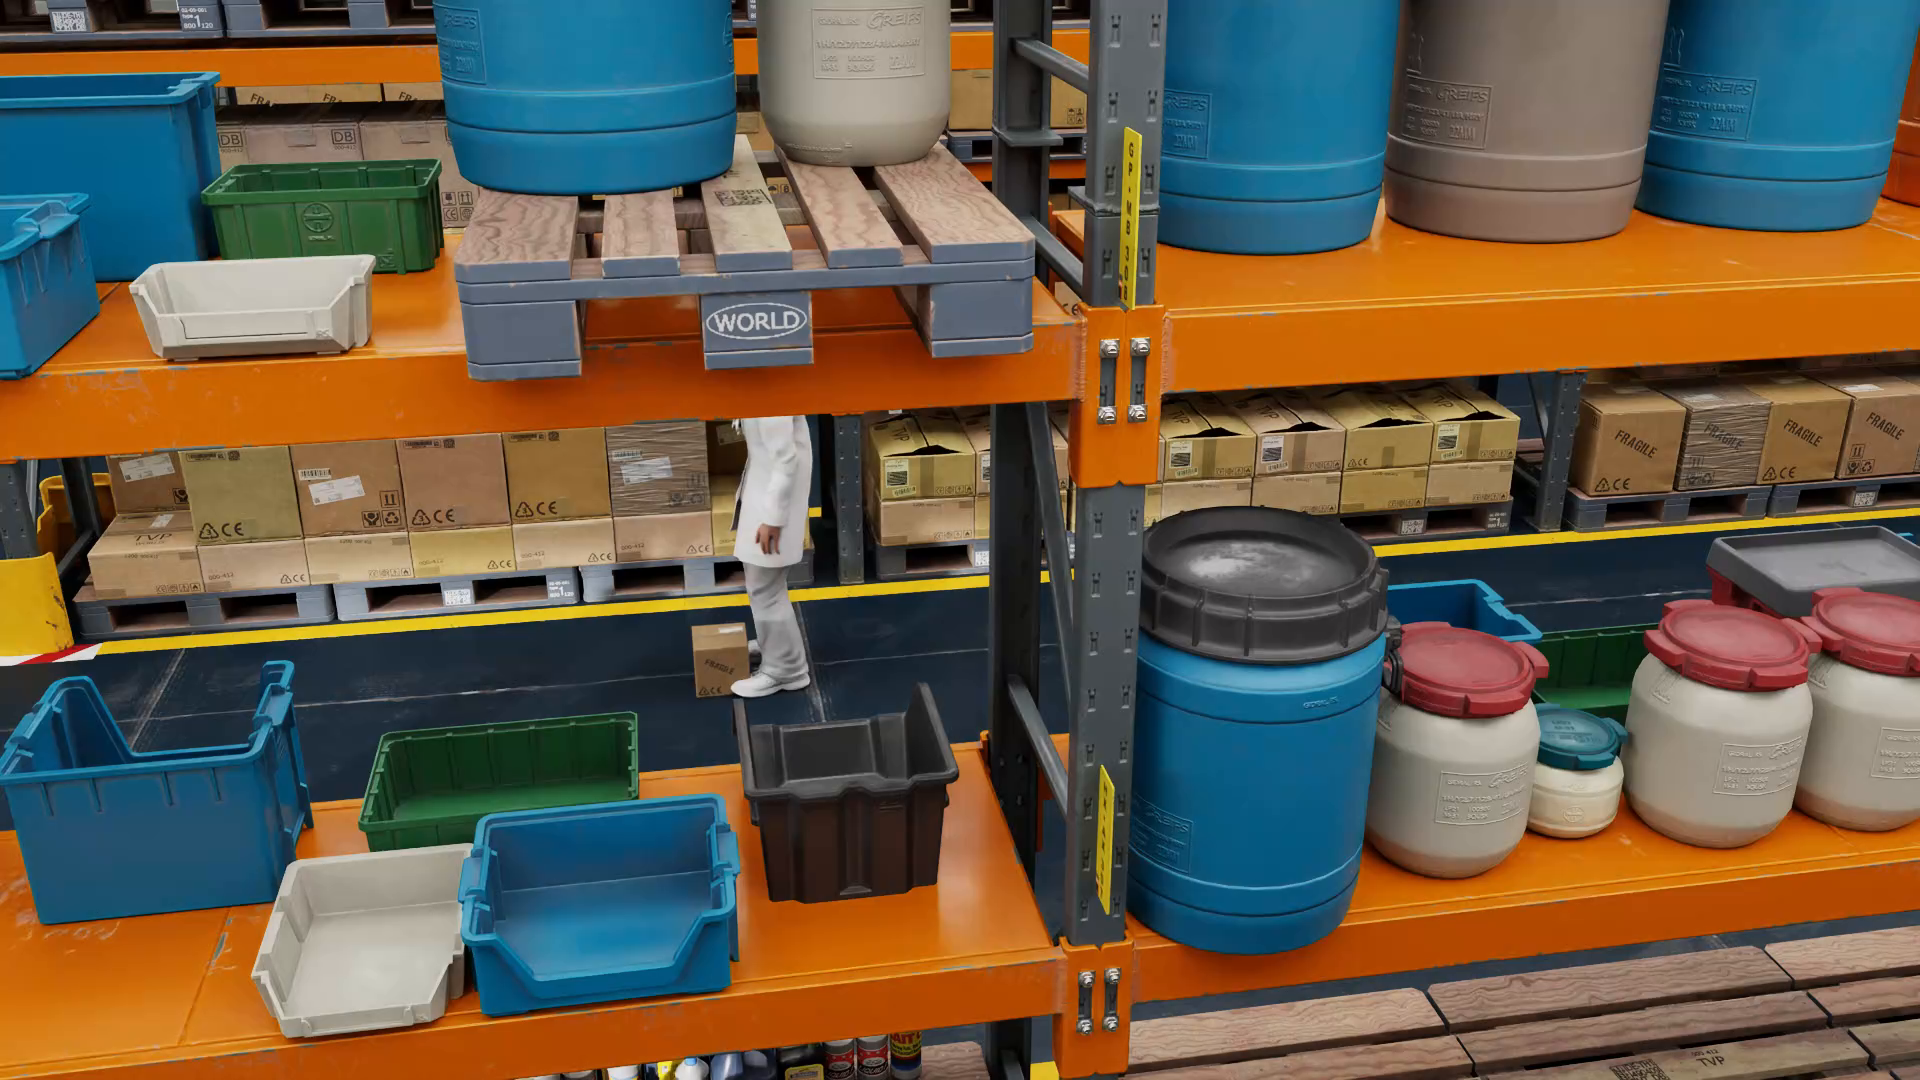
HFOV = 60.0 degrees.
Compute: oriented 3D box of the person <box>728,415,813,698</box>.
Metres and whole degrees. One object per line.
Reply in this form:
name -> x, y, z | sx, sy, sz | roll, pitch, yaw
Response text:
person -> -0.877, -0.163, 7.503 | 0.428, 1.772, 0.642 | -5, 24, -11
